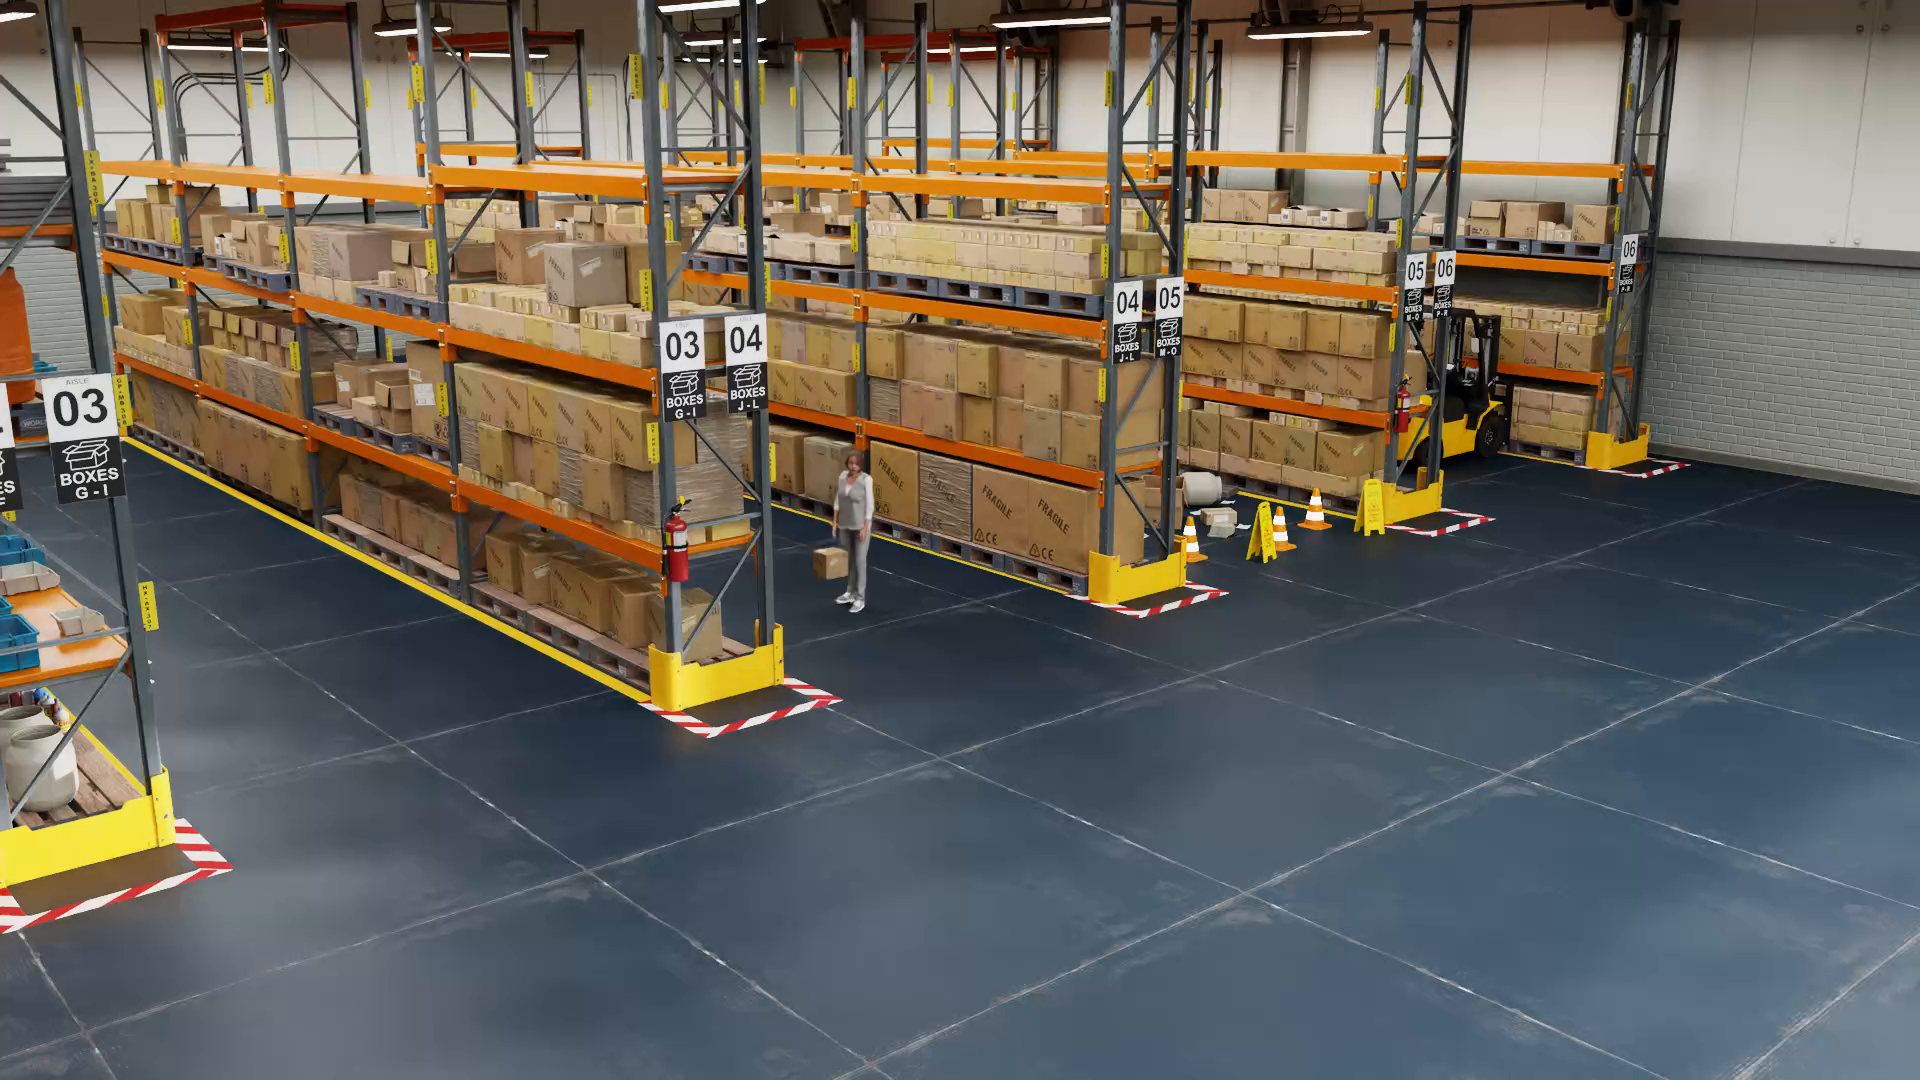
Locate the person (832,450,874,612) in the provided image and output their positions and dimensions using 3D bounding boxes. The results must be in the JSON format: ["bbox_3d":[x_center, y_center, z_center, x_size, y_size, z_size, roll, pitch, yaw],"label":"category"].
[{"bbox_3d":[-1.059,-0.106,16.422,0.439,1.600,0.449,8,16,29],"label":"person"}]
